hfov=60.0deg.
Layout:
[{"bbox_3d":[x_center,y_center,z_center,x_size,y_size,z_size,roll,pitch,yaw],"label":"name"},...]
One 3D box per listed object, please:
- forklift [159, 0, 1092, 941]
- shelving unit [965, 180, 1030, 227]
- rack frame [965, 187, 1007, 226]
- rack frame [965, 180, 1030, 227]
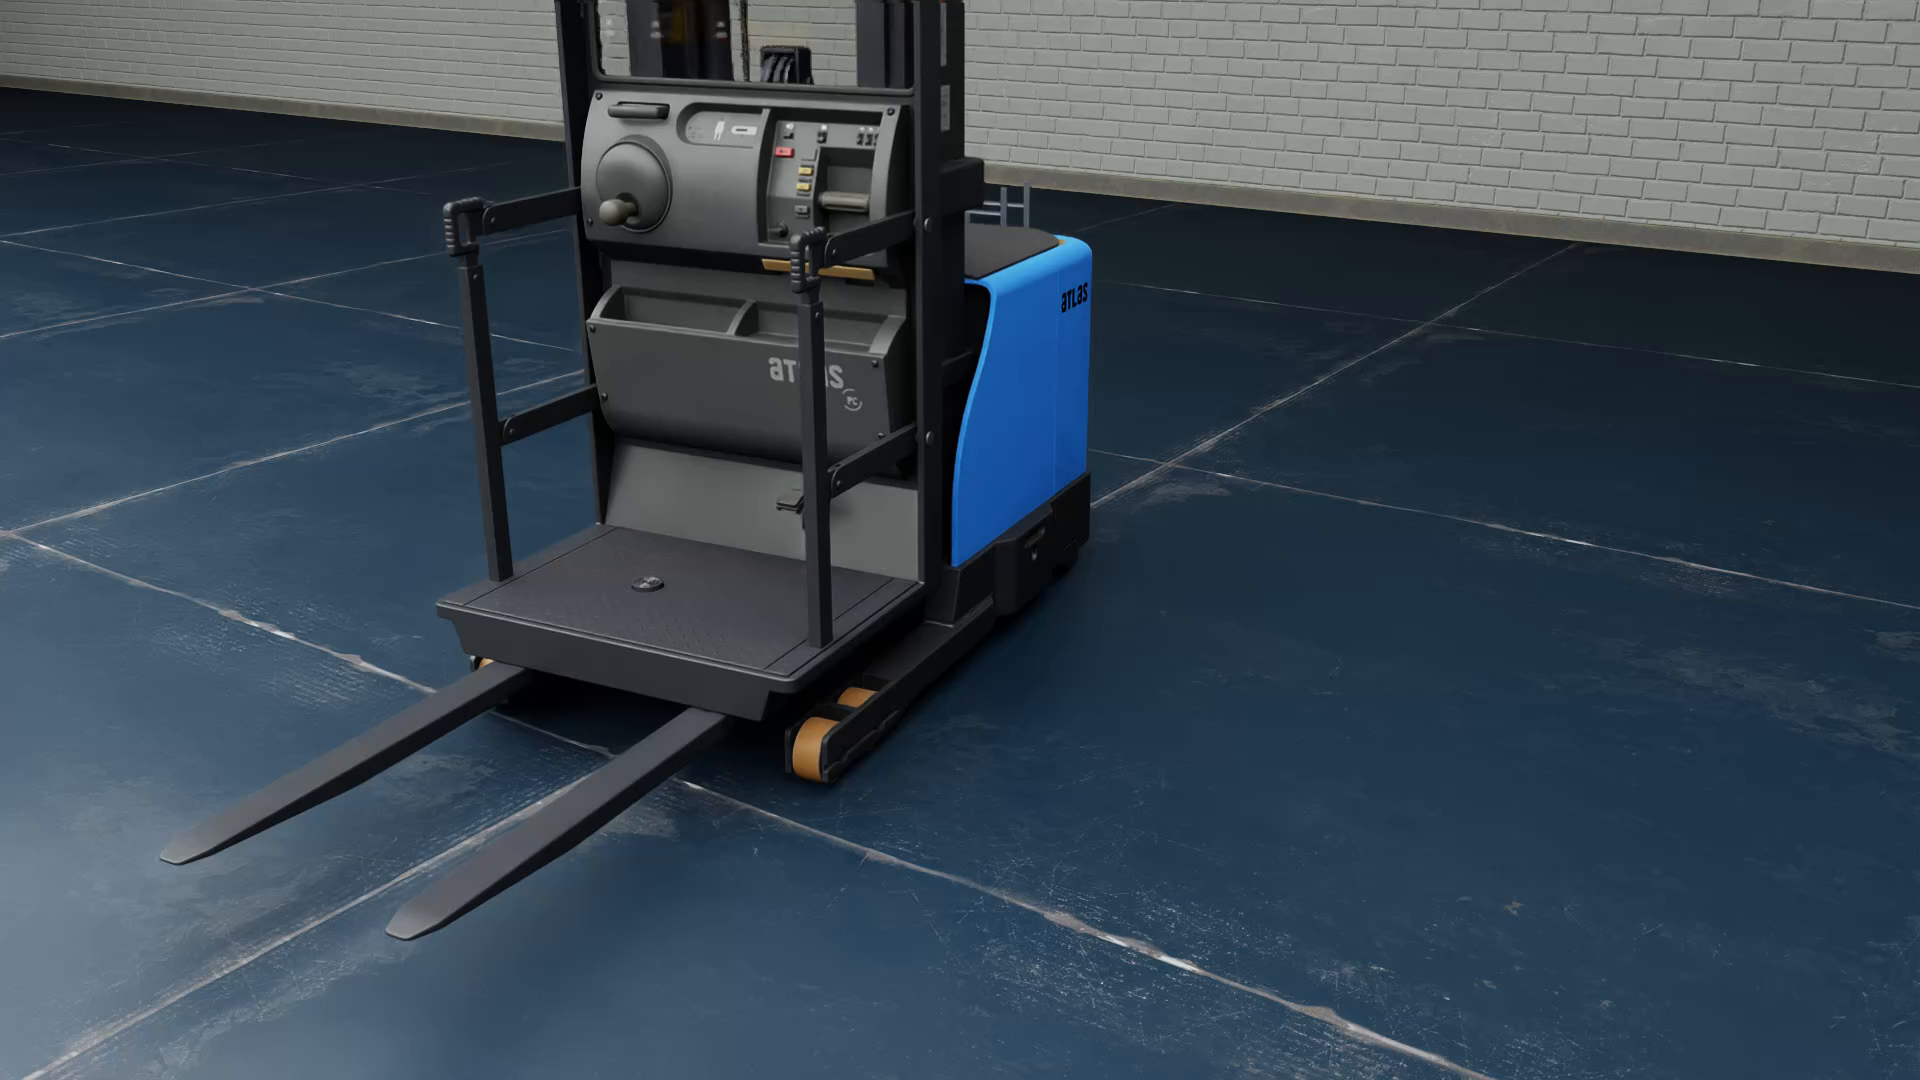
[{"bbox_3d":[-0.667,-0.942,4.087,1.130,2.935,3.031,10,22,24],"label":"forklift"},{"bbox_3d":[0.085,-0.626,5.728,0.258,1.200,0.189,10,22,24],"label":"shelving unit"},{"bbox_3d":[0.045,-0.598,5.651,0.240,1.200,0.006,10,22,24],"label":"rack frame"},{"bbox_3d":[0.125,-0.655,5.805,0.240,1.200,0.006,10,22,24],"label":"rack frame"}]
